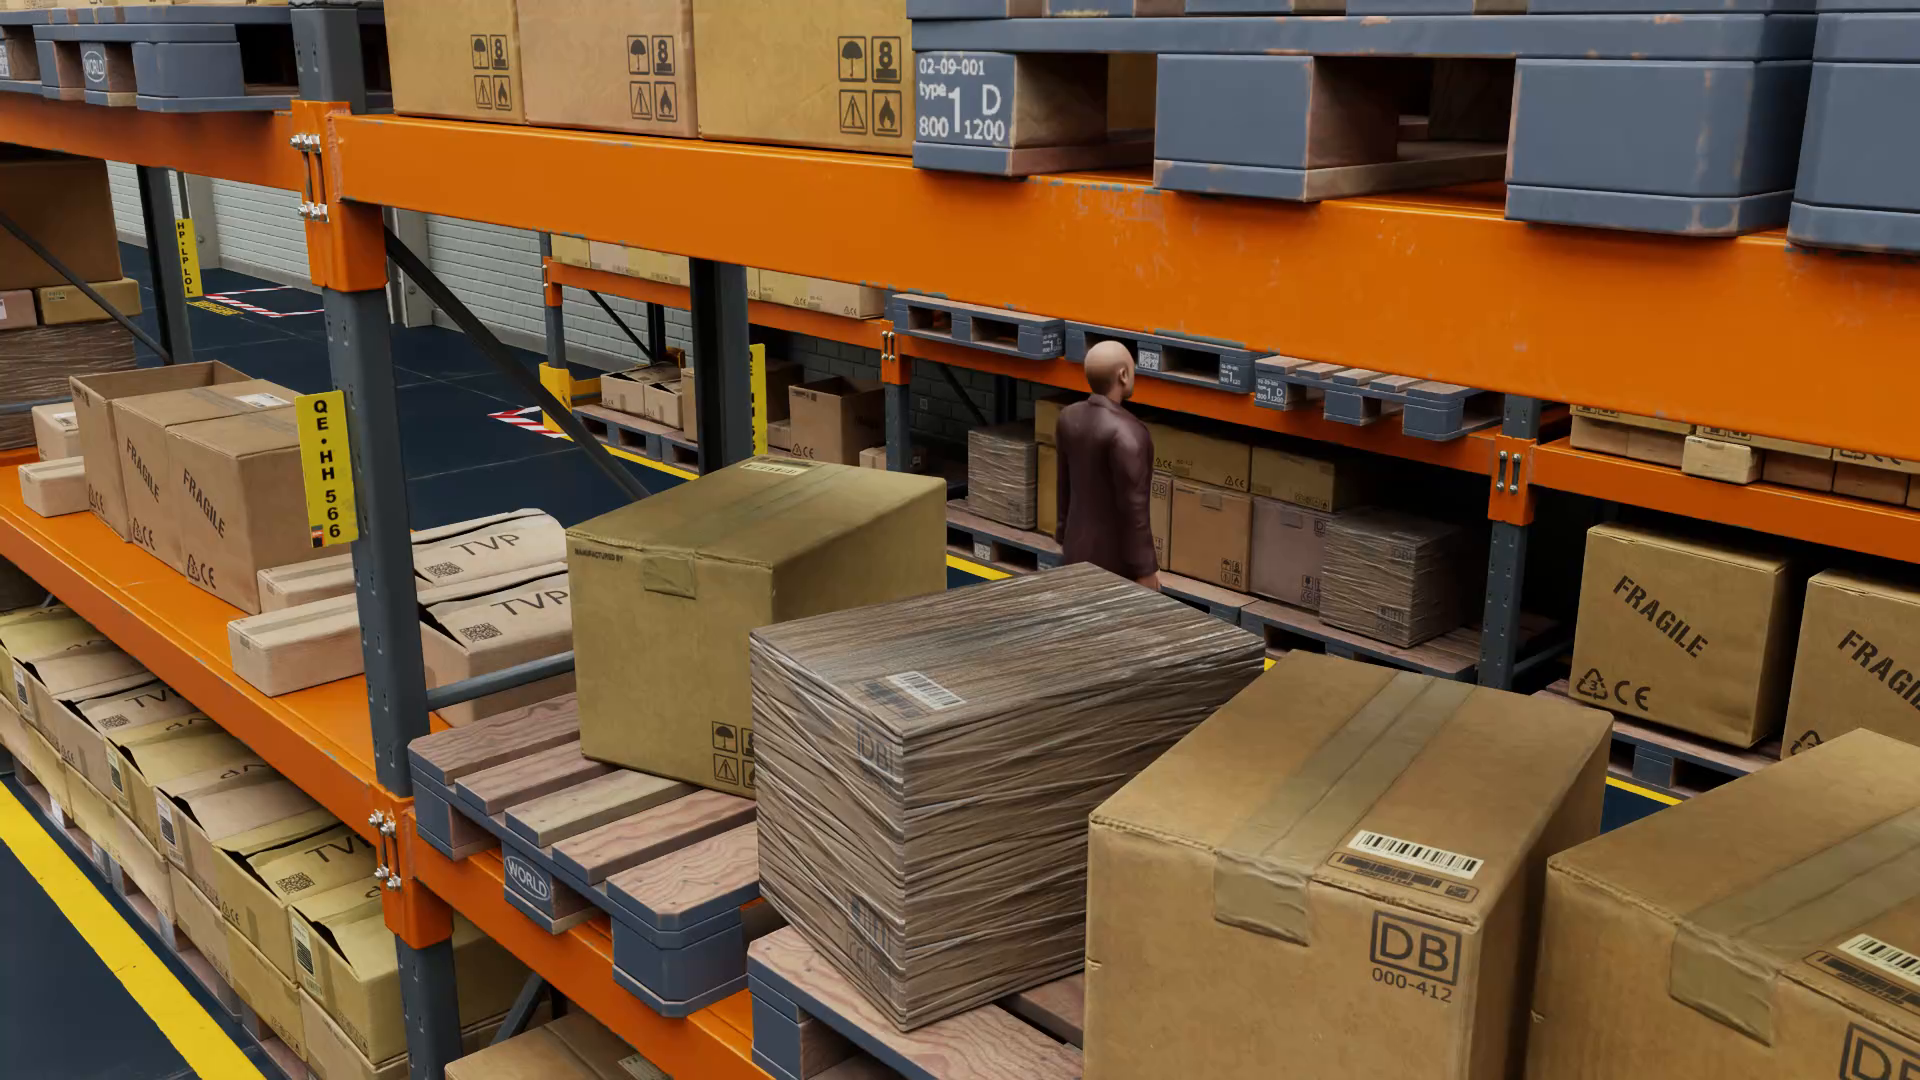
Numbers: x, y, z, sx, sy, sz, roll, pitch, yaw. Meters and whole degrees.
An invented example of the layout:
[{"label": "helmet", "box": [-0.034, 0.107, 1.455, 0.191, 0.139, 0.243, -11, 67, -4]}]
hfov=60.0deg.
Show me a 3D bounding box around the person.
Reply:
[{"label": "person", "box": [0.668, 0.081, 6.811, 0.529, 1.806, 0.649, -7, 18, -22]}]
